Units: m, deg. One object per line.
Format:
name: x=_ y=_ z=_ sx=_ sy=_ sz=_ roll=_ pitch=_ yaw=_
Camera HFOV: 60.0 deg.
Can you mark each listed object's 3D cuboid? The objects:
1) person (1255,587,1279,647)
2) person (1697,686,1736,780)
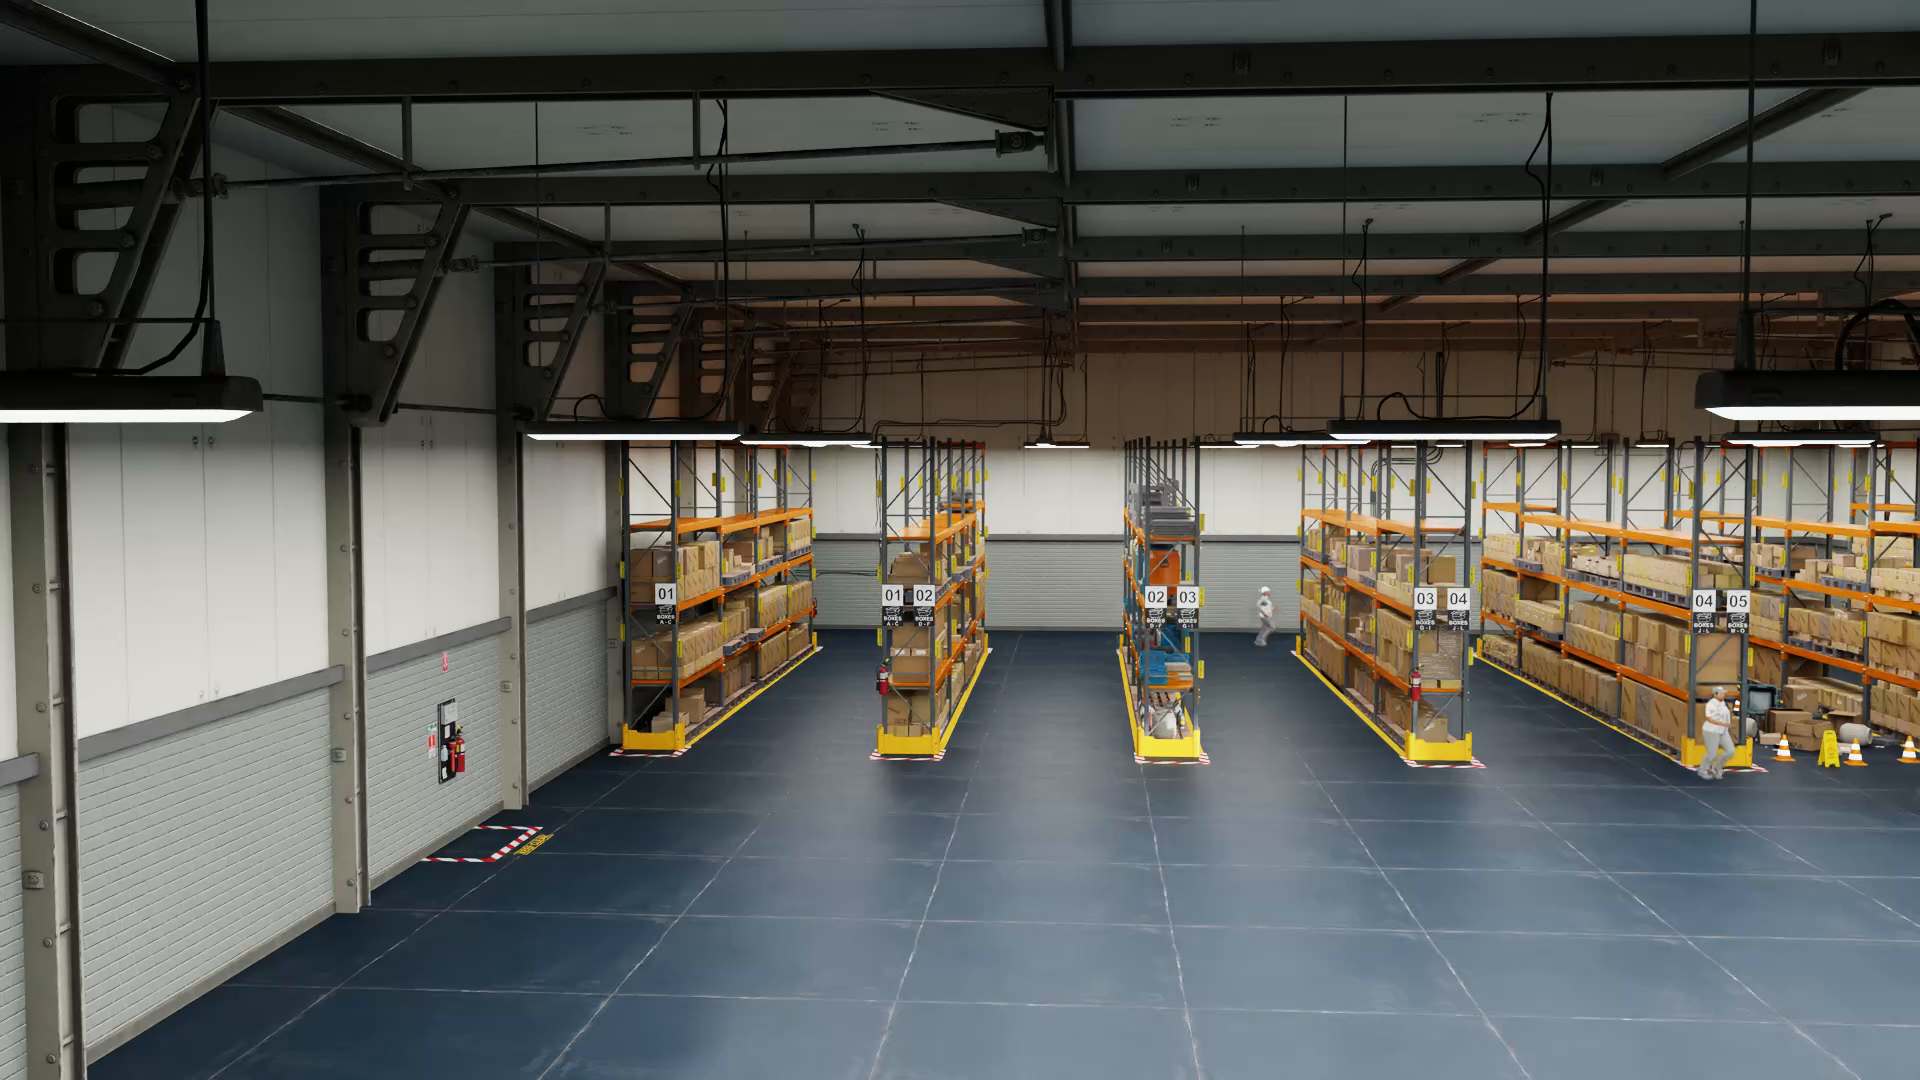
person: x=8.971 y=2.248 z=48.617 sx=0.688 sy=1.762 sz=0.634 roll=1 pitch=3 yaw=18
person: x=13.167 y=3.365 z=28.858 sx=0.631 sy=1.679 sz=0.661 roll=-2 pitch=4 yaw=-31
